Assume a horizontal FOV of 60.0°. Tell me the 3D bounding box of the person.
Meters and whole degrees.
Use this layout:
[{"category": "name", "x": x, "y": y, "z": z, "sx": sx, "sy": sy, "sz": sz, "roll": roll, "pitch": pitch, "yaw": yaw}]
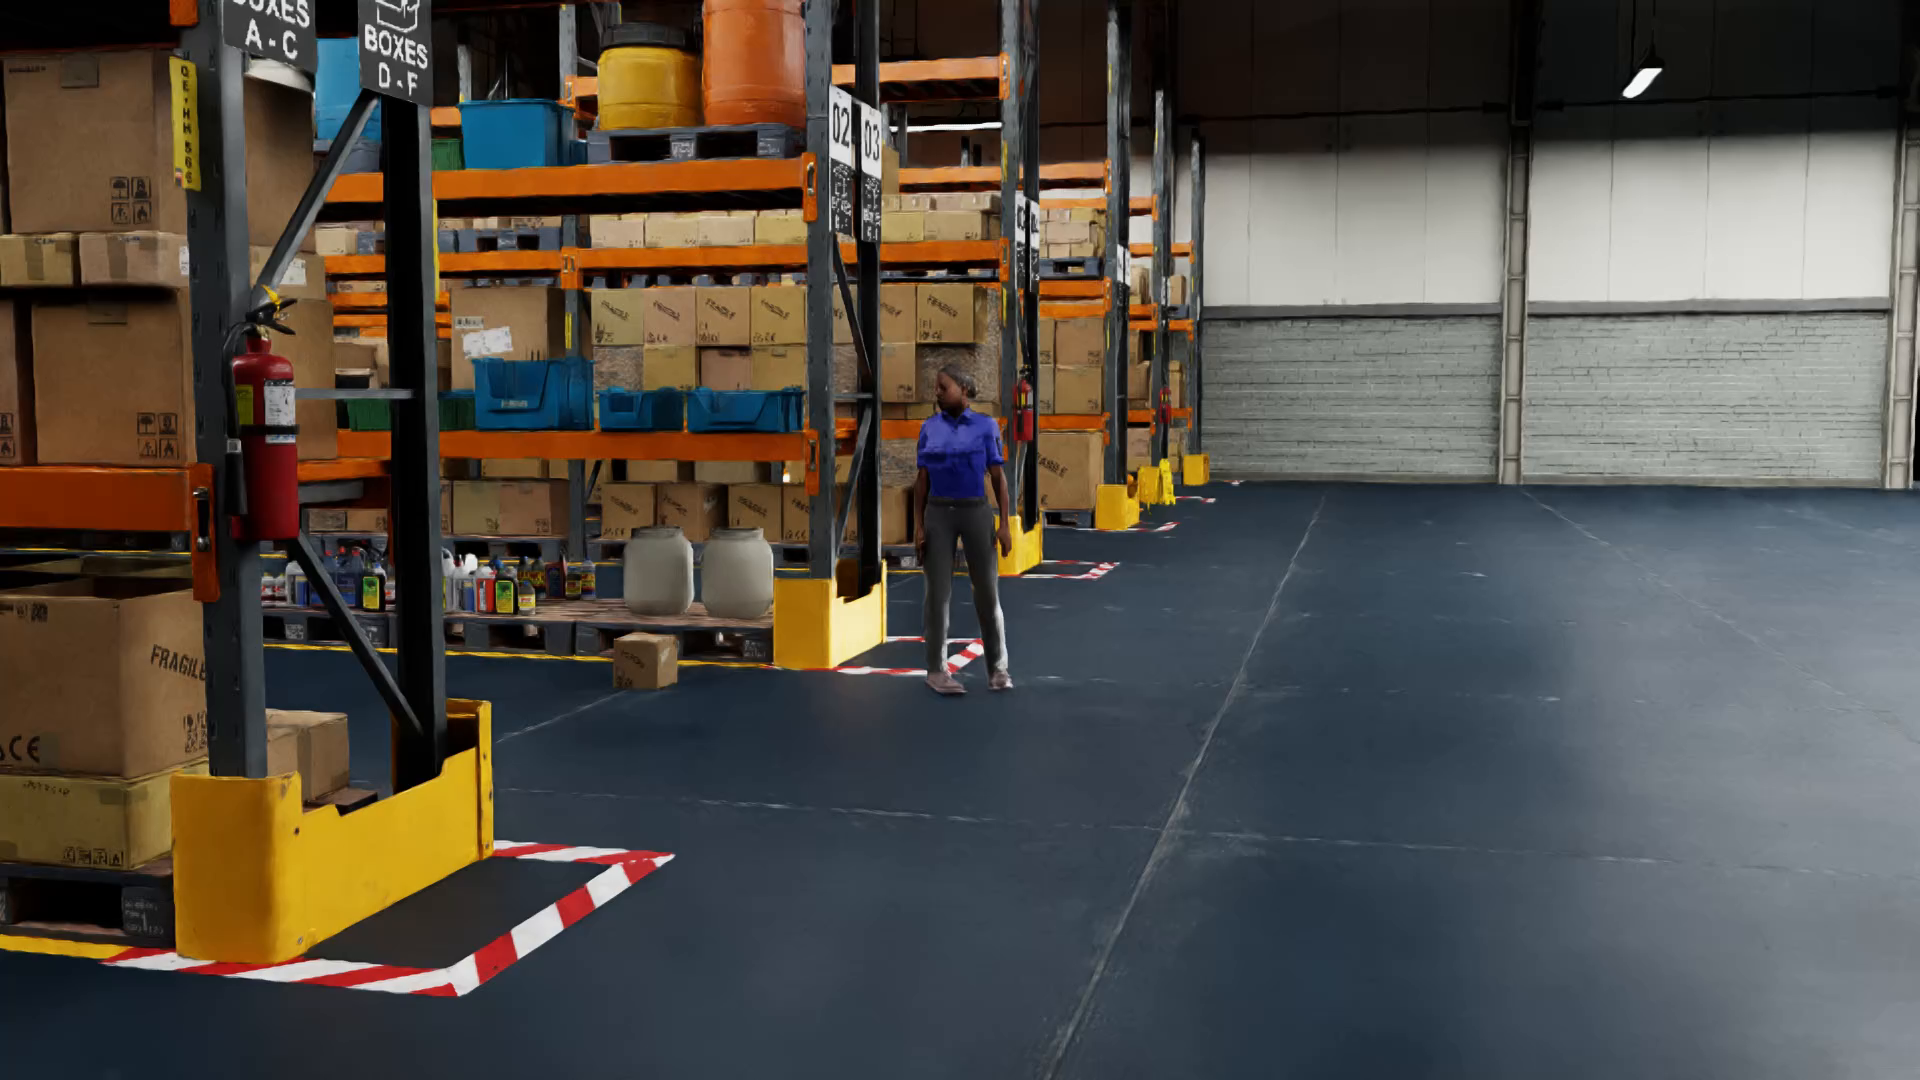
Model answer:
[{"category": "person", "x": 0.019, "y": -0.064, "z": 8.414, "sx": 0.508, "sy": 1.666, "sz": 0.338, "roll": 1, "pitch": 5, "yaw": 6}]
